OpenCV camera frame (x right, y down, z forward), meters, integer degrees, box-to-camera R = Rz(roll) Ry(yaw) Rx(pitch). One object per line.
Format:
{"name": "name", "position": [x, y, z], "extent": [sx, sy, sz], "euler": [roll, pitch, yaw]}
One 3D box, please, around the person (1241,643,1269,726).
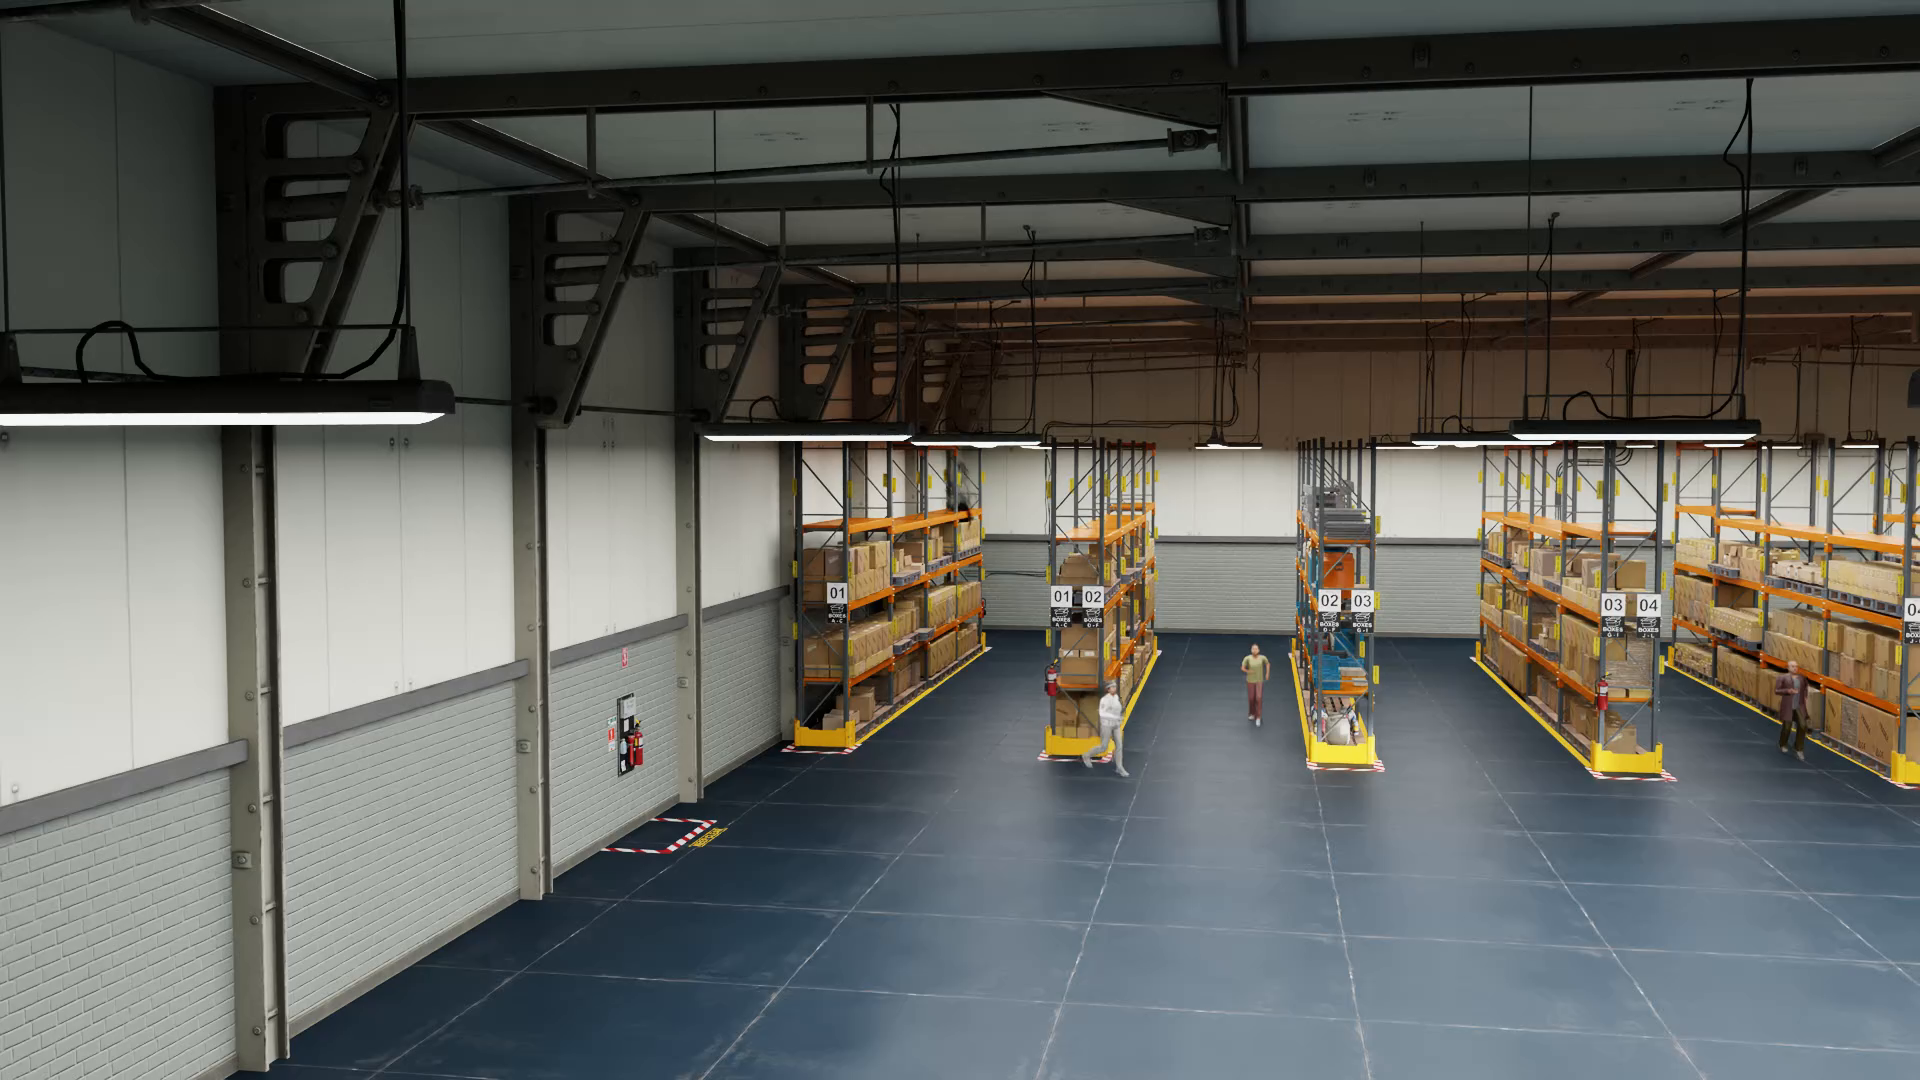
{"name": "person", "position": [6.226, 3.034, 35.091], "extent": [0.588, 1.730, 0.774], "euler": [1, 3, 10]}

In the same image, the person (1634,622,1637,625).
{"name": "person", "position": [16.019, 2.720, 39.264], "extent": [0.659, 1.774, 1.002], "euler": [0, 3, 5]}

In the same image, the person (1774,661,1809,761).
{"name": "person", "position": [15.604, 3.182, 31.168], "extent": [0.687, 1.845, 0.810], "euler": [0, 3, 7]}

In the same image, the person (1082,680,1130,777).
{"name": "person", "position": [2.631, 3.316, 29.555], "extent": [0.922, 1.711, 0.625], "euler": [3, 4, 43]}
